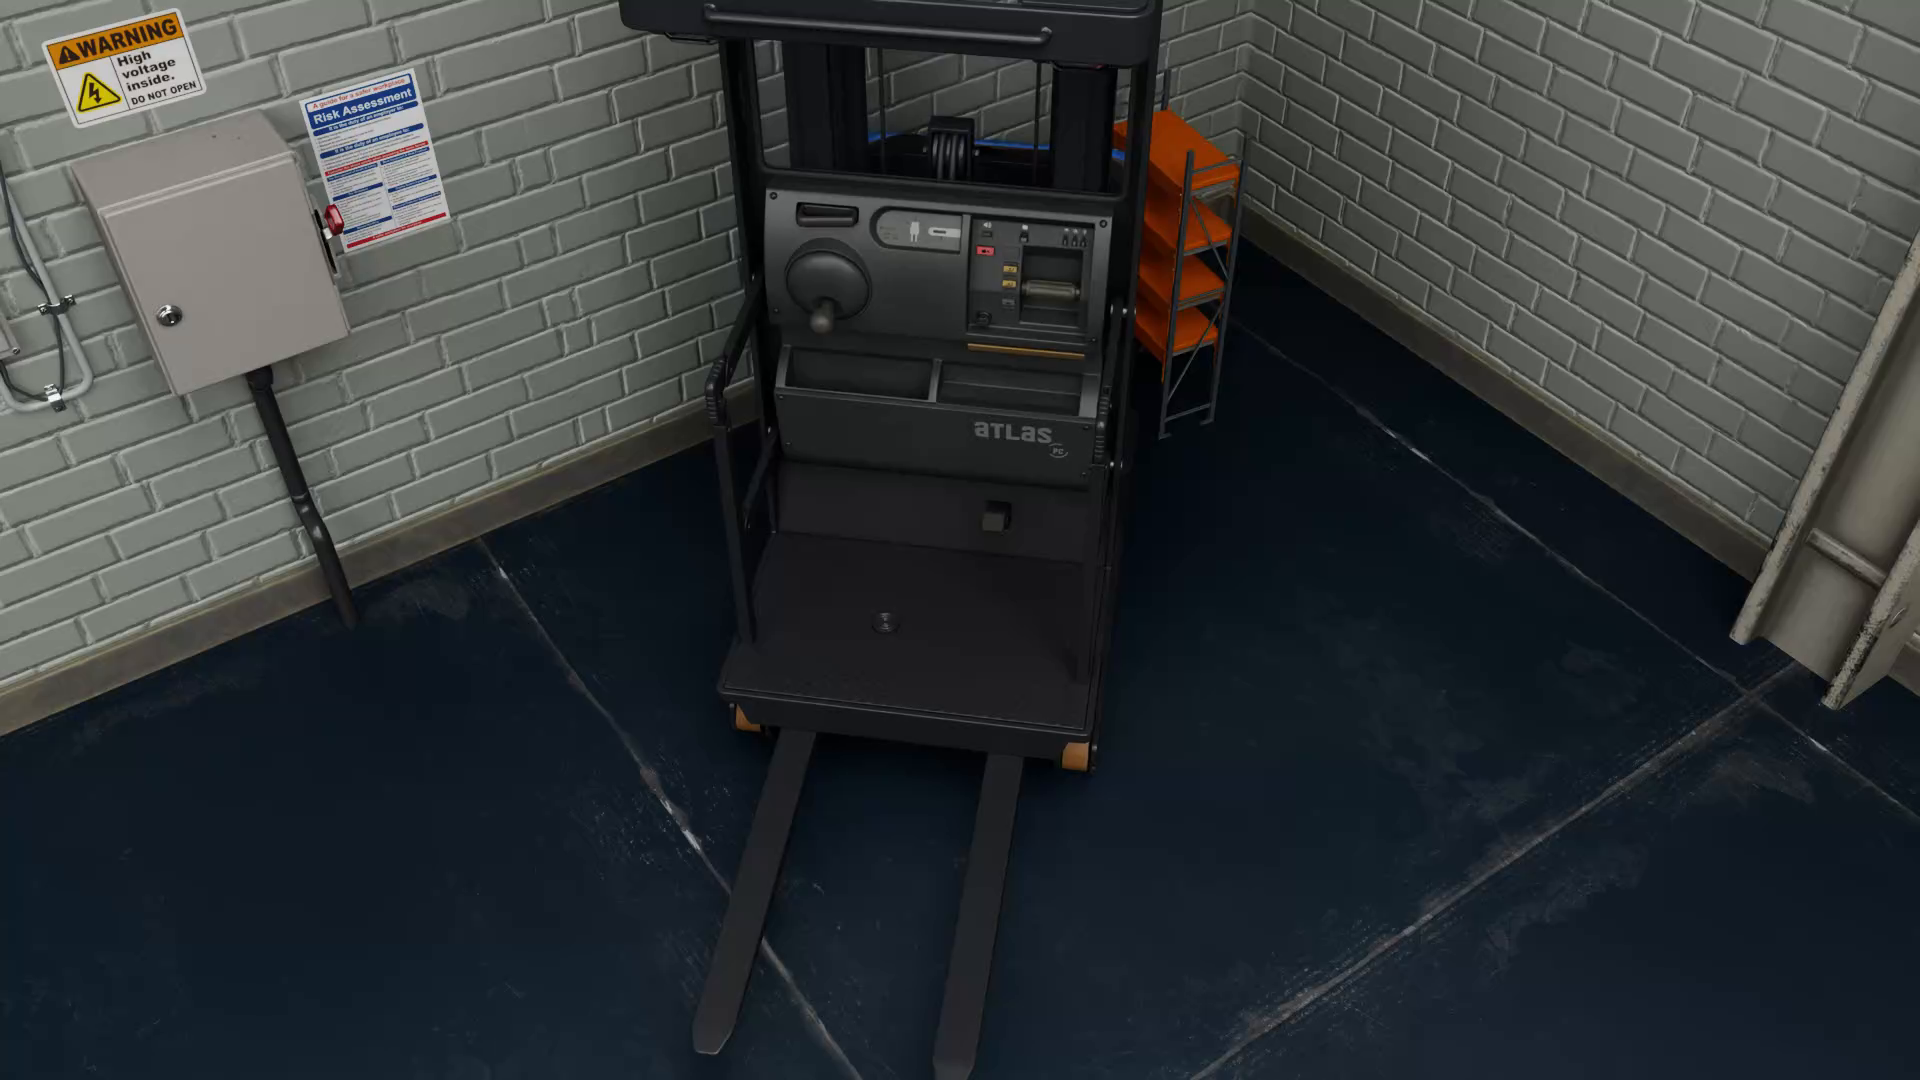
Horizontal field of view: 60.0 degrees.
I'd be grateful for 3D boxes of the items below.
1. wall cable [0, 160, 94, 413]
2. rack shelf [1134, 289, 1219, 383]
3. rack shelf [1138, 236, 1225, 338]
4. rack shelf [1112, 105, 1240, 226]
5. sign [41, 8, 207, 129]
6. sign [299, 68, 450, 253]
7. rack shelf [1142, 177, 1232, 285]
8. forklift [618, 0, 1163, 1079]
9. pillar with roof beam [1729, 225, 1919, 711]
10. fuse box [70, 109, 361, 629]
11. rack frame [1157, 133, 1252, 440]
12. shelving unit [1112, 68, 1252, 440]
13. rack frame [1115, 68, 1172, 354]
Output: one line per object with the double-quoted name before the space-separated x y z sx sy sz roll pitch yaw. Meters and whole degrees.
"wall cable" -2.610 -0.995 3.885 0.588 1.984 0.122 -26 49 -24
"rack shelf" 0.726 -0.802 6.106 0.258 0.148 0.480 -19 47 -19
"rack shelf" 0.726 -0.946 5.969 0.258 0.148 0.480 -19 47 -19
"rack shelf" 0.726 -1.278 5.651 0.258 0.148 0.480 -19 47 -19
"sign" -2.124 -1.202 4.239 0.339 0.242 0.001 -26 49 -24
"sign" -1.674 -1.086 4.784 0.329 0.494 0.001 -26 49 -24
"rack shelf" 0.726 -1.107 5.815 0.258 0.148 0.480 -19 47 -19
"forklift" -0.096 -0.634 4.291 1.130 2.935 3.031 6 44 6
"pillar with roof beam" -0.787 -1.192 0.482 9.100 9.000 0.400 -26 49 -24
"fuse box" -1.960 -0.342 4.869 0.539 1.711 0.414 -26 49 -24
"rack frame" 0.836 -0.844 5.765 0.240 1.200 0.015 -19 47 -19
"shelving unit" 0.726 -0.994 5.923 0.258 1.200 0.503 -19 47 -19
"rack frame" 0.616 -1.144 6.080 0.240 1.200 0.015 -19 47 -19
